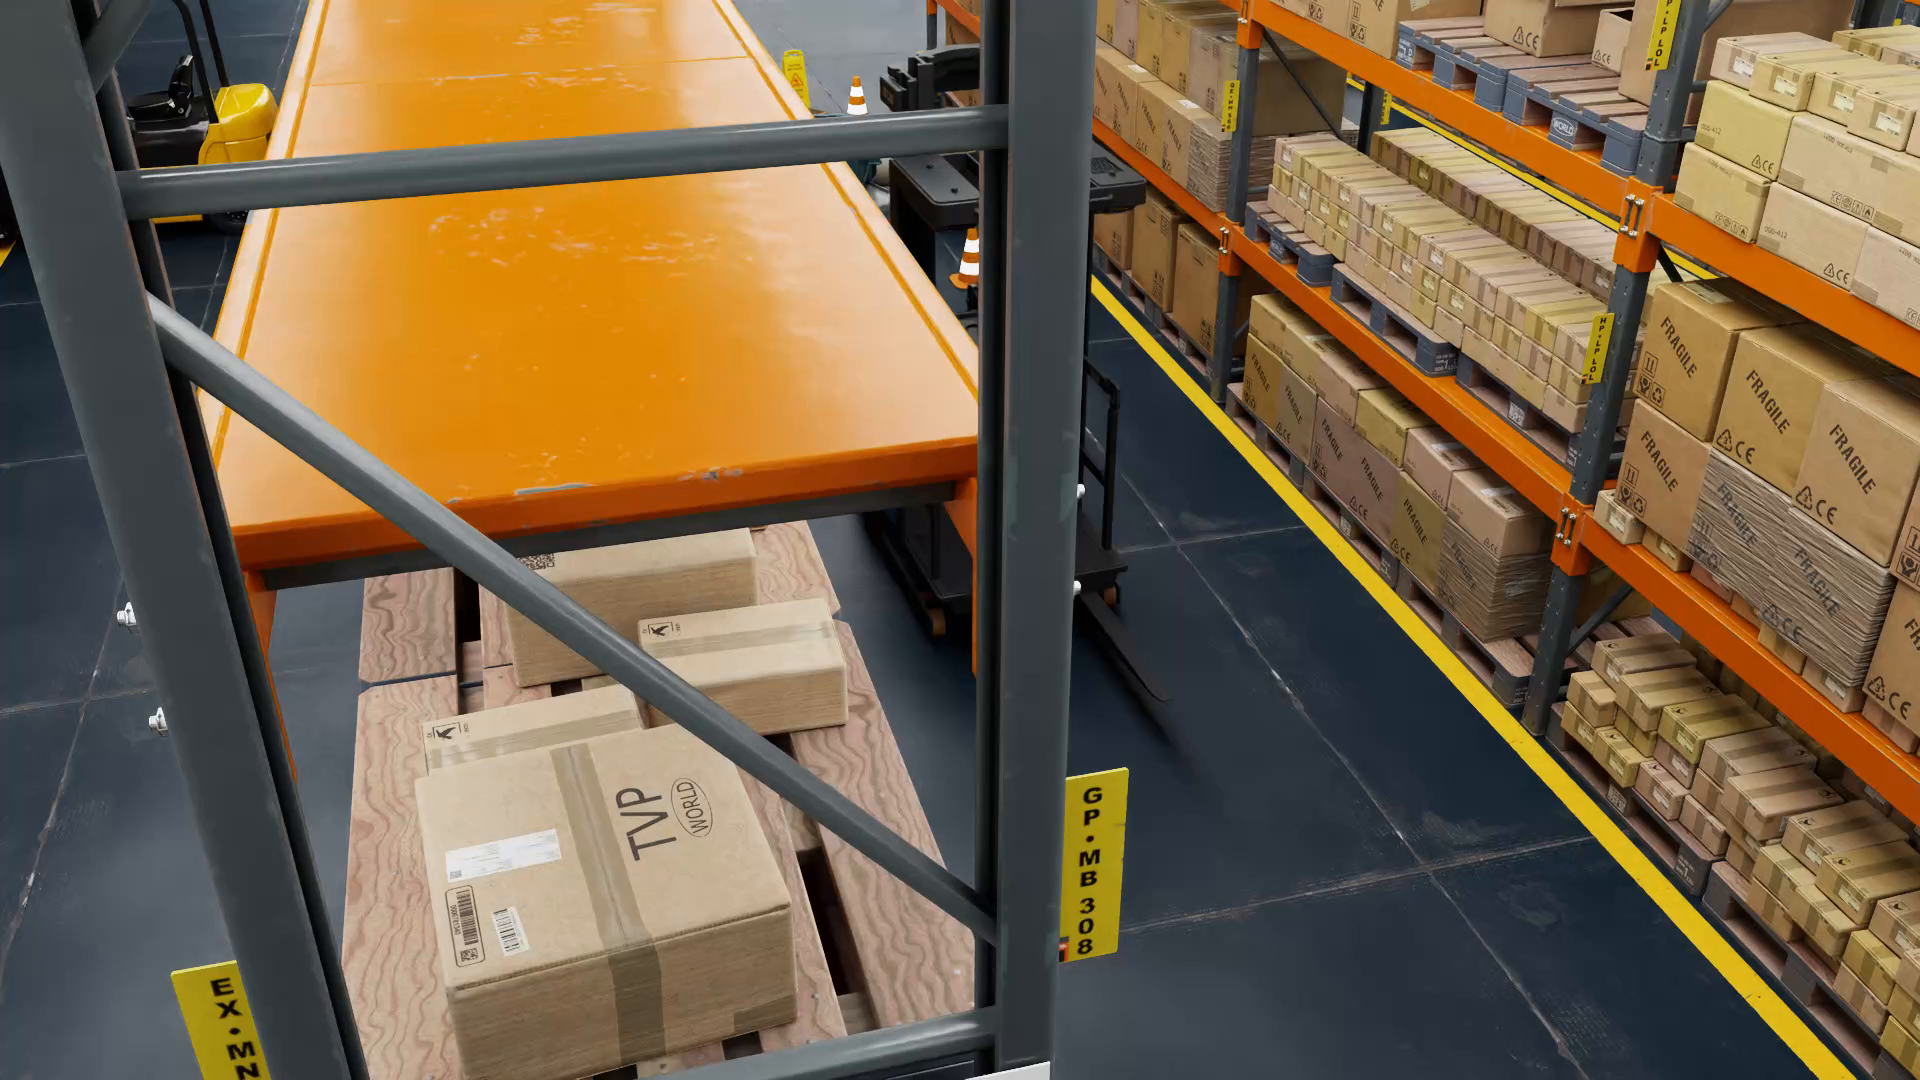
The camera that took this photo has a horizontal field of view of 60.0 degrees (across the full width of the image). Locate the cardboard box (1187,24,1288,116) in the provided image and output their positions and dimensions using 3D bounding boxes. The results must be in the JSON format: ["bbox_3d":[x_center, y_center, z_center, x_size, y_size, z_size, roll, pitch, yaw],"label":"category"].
[{"bbox_3d":[2.015,-3.279,11.554,0.700,0.500,0.500,-8,31,-14],"label":"cardboard box"}]

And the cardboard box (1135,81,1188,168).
[{"bbox_3d":[1.618,-3.048,12.153,0.500,0.500,0.500,-8,31,-14],"label":"cardboard box"}]

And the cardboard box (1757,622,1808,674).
[{"bbox_3d":[3.413,0.380,6.582,0.380,0.149,0.250,-7,31,-12],"label":"cardboard box"}]

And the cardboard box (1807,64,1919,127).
[{"bbox_3d":[3.326,-1.609,6.024,0.380,0.149,0.250,-8,31,-14],"label":"cardboard box"}]

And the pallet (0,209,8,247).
[{"bbox_3d":[-8.830,-2.677,14.395,1.003,0.211,1.213,-8,31,-13],"label":"pallet"}]

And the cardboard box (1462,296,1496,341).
[{"bbox_3d":[2.814,-1.155,8.517,0.380,0.149,0.250,-9,31,-15],"label":"cardboard box"}]

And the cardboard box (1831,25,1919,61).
[{"bbox_3d":[3.668,-1.916,6.556,0.380,0.149,0.250,-9,31,-16],"label":"cardboard box"}]

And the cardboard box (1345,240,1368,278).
[{"bbox_3d":[2.473,-1.652,9.673,0.380,0.149,0.250,-7,31,-12],"label":"cardboard box"}]

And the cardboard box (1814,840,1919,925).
[{"bbox_3d":[3.603,1.338,6.508,0.380,0.149,0.250,-8,31,-13],"label":"cardboard box"}]

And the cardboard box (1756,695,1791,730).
[{"bbox_3d":[3.846,0.761,7.505,0.380,0.149,0.250,-8,31,-14],"label":"cardboard box"}]

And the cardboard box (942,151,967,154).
[{"bbox_3d":[-0.203,-3.805,16.053,0.500,0.500,0.500,-3,30,-5],"label":"cardboard box"}]

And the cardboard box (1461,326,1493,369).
[{"bbox_3d":[2.825,-1.014,8.571,0.380,0.149,0.250,-9,31,-16],"label":"cardboard box"}]

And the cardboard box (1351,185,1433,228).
[{"bbox_3d":[2.474,-1.915,9.533,0.380,0.149,0.250,-6,31,-11],"label":"cardboard box"}]

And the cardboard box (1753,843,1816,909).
[{"bbox_3d":[3.487,1.353,6.780,0.380,0.149,0.250,-8,31,-14],"label":"cardboard box"}]

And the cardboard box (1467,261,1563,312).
[{"bbox_3d":[2.818,-1.288,8.451,0.380,0.149,0.250,-8,31,-13],"label":"cardboard box"}]

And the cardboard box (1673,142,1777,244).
[{"bbox_3d":[3.190,-1.383,6.532,0.500,0.250,0.500,-6,31,-11],"label":"cardboard box"}]

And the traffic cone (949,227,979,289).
[{"bbox_3d":[0.098,-2.326,13.538,0.336,0.463,0.334,-8,31,-13],"label":"traffic cone"}]

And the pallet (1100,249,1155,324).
[{"bbox_3d":[1.803,-2.113,13.420,1.003,0.211,1.213,-8,31,-13],"label":"pallet"}]

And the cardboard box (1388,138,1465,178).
[{"bbox_3d":[2.896,-2.374,10.325,0.380,0.149,0.250,-8,31,-14],"label":"cardboard box"}]

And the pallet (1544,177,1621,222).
[{"bbox_3d":[6.215,-3.300,15.472,1.003,0.211,1.213,-8,31,-13],"label":"pallet"}]

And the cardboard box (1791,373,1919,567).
[{"bbox_3d":[3.462,-0.267,6.054,0.500,0.500,0.500,-7,31,-12],"label":"cardboard box"}]

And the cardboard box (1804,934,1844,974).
[{"bbox_3d":[3.635,1.600,6.649,0.380,0.149,0.250,-7,31,-12],"label":"cardboard box"}]

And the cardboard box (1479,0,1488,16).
[{"bbox_3d":[2.930,-2.958,9.003,0.500,0.500,0.500,-8,31,-13],"label":"cardboard box"}]

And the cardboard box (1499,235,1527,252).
[{"bbox_3d":[3.243,-1.617,9.315,0.380,0.149,0.250,-8,31,-14],"label":"cardboard box"}]

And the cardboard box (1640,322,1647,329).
[{"bbox_3d":[3.590,-0.987,8.226,0.380,0.149,0.250,-8,31,-14],"label":"cardboard box"}]

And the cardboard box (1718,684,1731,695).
[{"bbox_3d":[3.795,0.754,7.814,0.380,0.149,0.250,-9,31,-16],"label":"cardboard box"}]

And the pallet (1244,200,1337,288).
[{"bbox_3d":[2.552,-1.927,10.508,1.213,0.211,1.003,-8,31,-13],"label":"pallet"}]

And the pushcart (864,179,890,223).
[{"bbox_3d":[-1.363,-2.758,14.369,1.648,0.377,0.936,-20,35,-30],"label":"pushcart"}]

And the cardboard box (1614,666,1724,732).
[{"bbox_3d":[3.229,0.721,7.574,0.380,0.149,0.250,-6,31,-11],"label":"cardboard box"}]

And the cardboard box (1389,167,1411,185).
[{"bbox_3d":[2.902,-2.236,10.384,0.380,0.149,0.250,-7,31,-11],"label":"cardboard box"}]

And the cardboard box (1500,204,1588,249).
[{"bbox_3d":[3.241,-1.745,9.239,0.380,0.149,0.250,-7,31,-12],"label":"cardboard box"}]

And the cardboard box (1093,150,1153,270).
[{"bbox_3d":[1.702,-2.726,13.523,1.050,0.750,0.750,-8,31,-13],"label":"cardboard box"}]

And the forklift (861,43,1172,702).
[{"bbox_3d":[0.254,-0.961,8.716,1.130,2.935,3.031,-9,31,-16],"label":"forklift"}]

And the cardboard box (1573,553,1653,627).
[{"bbox_3d":[3.381,0.099,8.891,0.500,0.500,0.500,-7,31,-11],"label":"cardboard box"}]

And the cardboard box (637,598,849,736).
[{"bbox_3d":[-0.430,0.260,3.276,0.380,0.149,0.250,-7,31,-11],"label":"cardboard box"}]

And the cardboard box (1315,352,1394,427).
[{"bbox_3d":[2.463,-0.914,9.894,0.500,0.250,0.500,-8,31,-13],"label":"cardboard box"}]

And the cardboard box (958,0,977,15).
[{"bbox_3d":[0.473,-5.546,16.419,0.875,0.550,0.550,-8,31,-13],"label":"cardboard box"}]

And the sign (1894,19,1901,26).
[{"bbox_3d":[3.843,-2.006,6.943,0.100,0.325,0.005,-8,31,-13],"label":"sign"}]

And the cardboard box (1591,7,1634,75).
[{"bbox_3d":[3.290,-2.303,7.641,0.500,0.311,0.500,-8,31,-14],"label":"cardboard box"}]

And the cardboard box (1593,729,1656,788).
[{"bbox_3d":[3.179,0.991,7.702,0.380,0.149,0.250,-7,31,-12],"label":"cardboard box"}]

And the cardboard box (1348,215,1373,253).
[{"bbox_3d":[2.475,-1.781,9.598,0.380,0.149,0.250,-8,31,-13],"label":"cardboard box"}]

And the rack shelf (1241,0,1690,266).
[{"bbox_3d":[2.791,-2.361,8.790,1.077,0.370,4.000,-8,31,-13],"label":"rack shelf"}]

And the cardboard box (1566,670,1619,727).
[{"bbox_3d":[3.109,0.732,7.851,0.380,0.149,0.250,-6,31,-11],"label":"cardboard box"}]

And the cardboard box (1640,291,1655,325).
[{"bbox_3d":[3.580,-1.124,8.167,0.380,0.149,0.250,-7,31,-12],"label":"cardboard box"}]

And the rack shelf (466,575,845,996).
[{"bbox_3d":[-0.893,0.277,4.231,1.077,0.370,4.000,-8,31,-13],"label":"rack shelf"}]

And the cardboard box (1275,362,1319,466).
[{"bbox_3d":[2.338,-0.822,10.484,0.500,0.500,0.500,-7,31,-13],"label":"cardboard box"}]

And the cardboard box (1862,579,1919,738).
[{"bbox_3d":[3.618,0.433,5.842,0.500,0.500,0.500,-6,31,-11],"label":"cardboard box"}]

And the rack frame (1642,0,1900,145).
[{"bbox_3d":[3.321,-3.005,6.190,1.000,3.000,0.127,-8,31,-13],"label":"rack frame"}]

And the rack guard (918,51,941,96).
[{"bbox_3d":[0.130,-5.134,18.352,1.175,0.500,0.348,-8,31,-13],"label":"rack guard"}]
